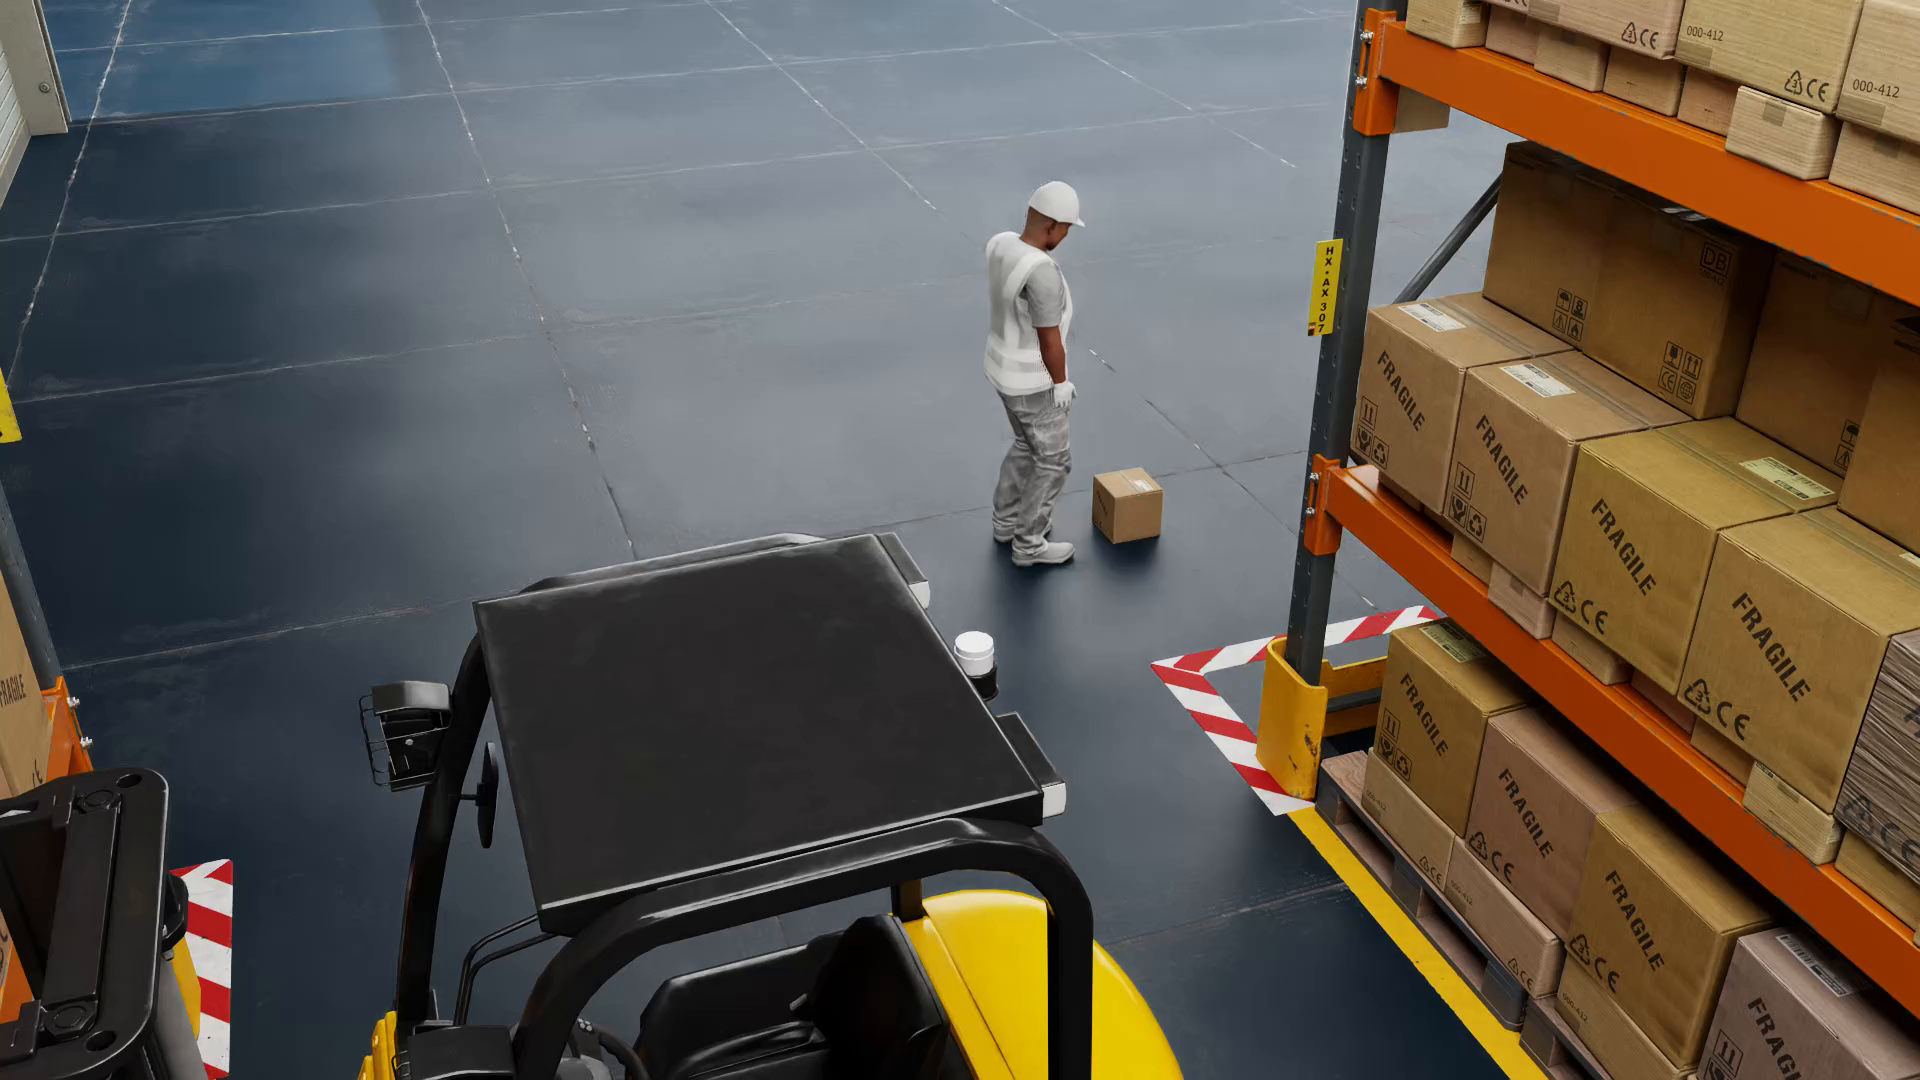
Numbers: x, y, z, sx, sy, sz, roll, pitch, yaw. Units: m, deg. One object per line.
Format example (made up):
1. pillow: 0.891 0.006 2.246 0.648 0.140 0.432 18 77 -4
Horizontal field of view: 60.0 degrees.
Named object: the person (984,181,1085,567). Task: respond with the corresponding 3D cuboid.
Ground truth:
1. person: 0.330 -0.744 7.456 0.427 1.748 0.566 -9 31 -16
